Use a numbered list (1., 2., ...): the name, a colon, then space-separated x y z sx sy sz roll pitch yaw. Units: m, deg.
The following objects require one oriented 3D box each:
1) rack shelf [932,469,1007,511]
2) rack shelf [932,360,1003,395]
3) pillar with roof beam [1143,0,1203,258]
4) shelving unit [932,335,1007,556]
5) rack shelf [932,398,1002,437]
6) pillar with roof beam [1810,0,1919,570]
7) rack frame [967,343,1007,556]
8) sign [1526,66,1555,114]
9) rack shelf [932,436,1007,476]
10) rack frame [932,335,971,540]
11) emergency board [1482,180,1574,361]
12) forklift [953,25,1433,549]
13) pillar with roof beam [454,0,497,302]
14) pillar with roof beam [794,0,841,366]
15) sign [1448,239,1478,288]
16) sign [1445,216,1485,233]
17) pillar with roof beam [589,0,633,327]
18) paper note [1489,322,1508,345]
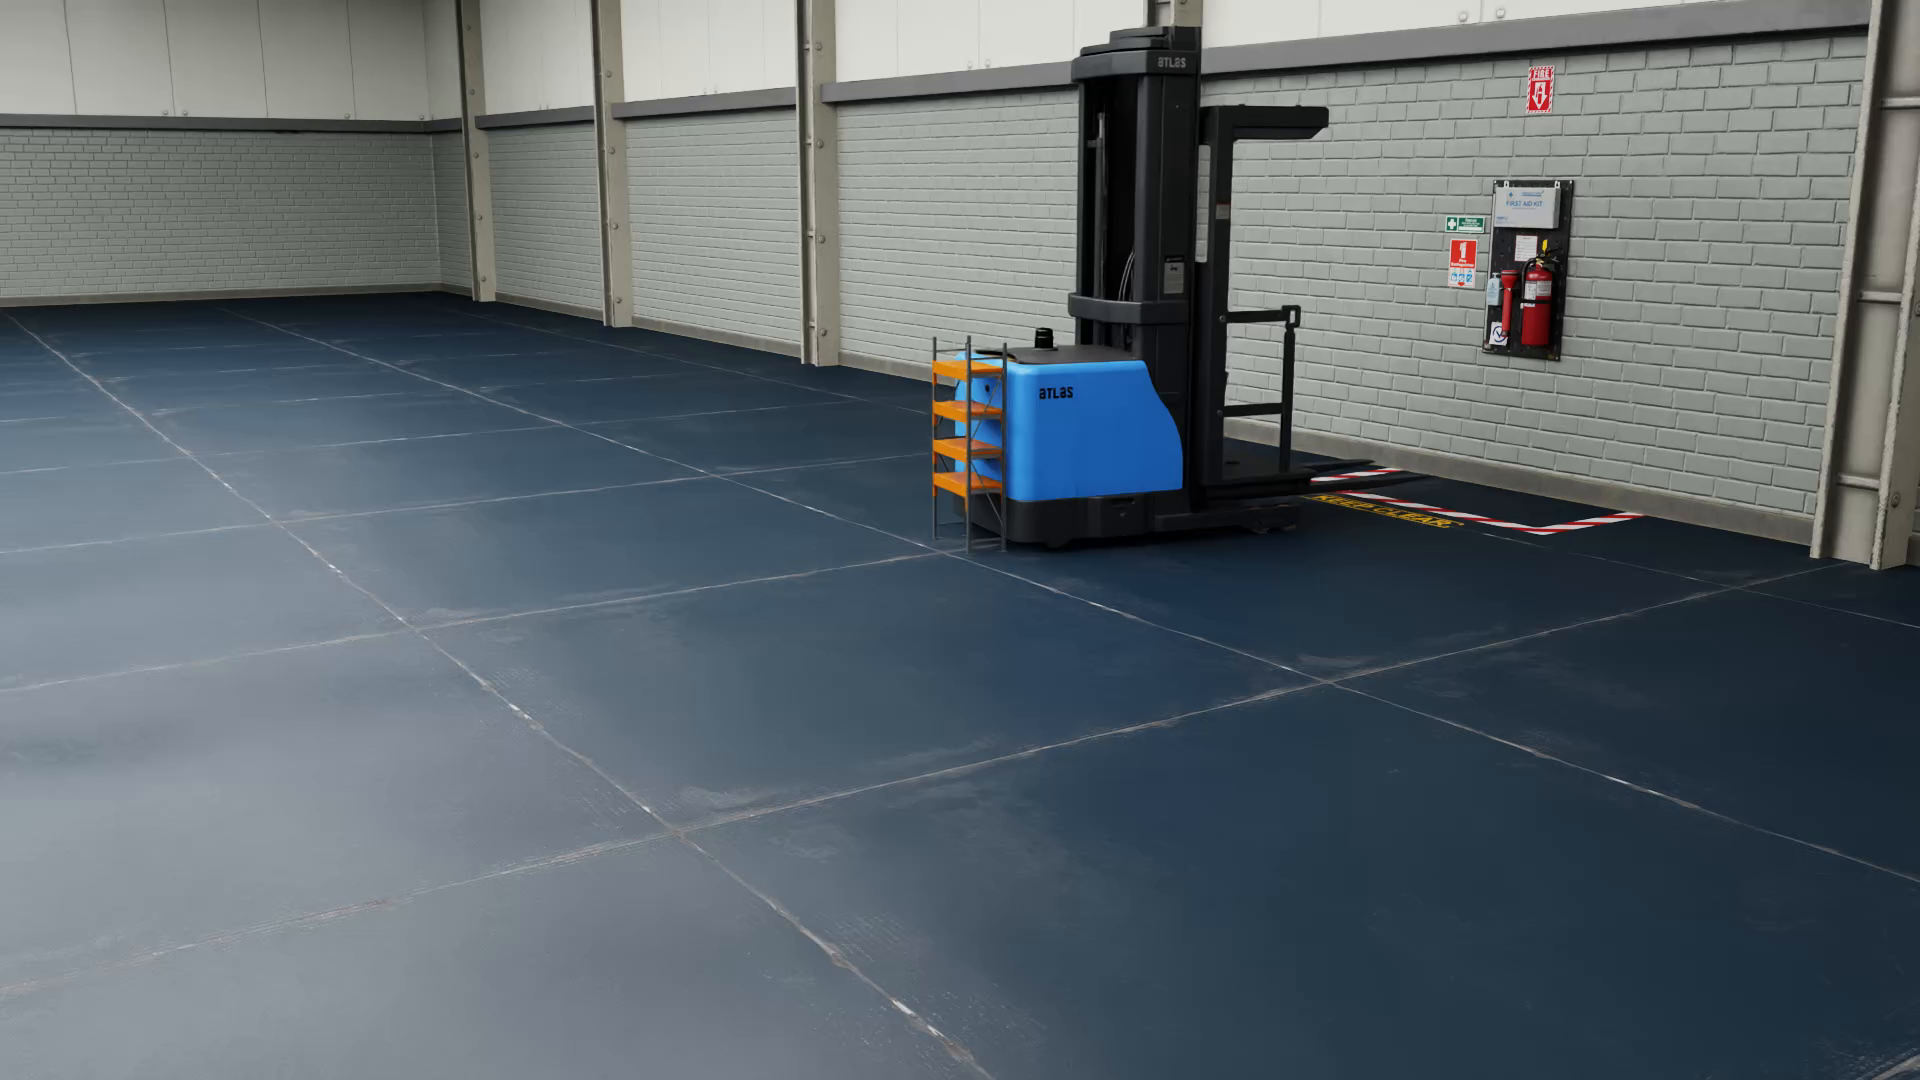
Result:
1. rack shelf: 0.051 -0.293 9.638 0.258 0.148 0.480 -5 13 -23
2. rack shelf: 0.051 -0.937 9.498 0.258 0.148 0.480 -5 13 -23
3. pillar with roof beam: -1.855 -4.842 10.940 9.100 9.000 0.400 -8 15 -33
4. shelving unit: 0.051 -0.553 9.582 0.258 1.200 0.503 -5 13 -23
5. rack shelf: 0.051 -0.706 9.548 0.258 0.148 0.480 -5 13 -23
6. pillar with roof beam: 1.469 -3.775 6.061 9.100 9.000 0.400 -8 15 -33
7. rack frame: 0.150 -0.505 9.364 0.240 1.200 0.015 -5 13 -23
8. sign: 3.794 -2.944 10.875 0.001 0.298 0.199 -8 15 -33
9. rack shelf: 0.051 -0.487 9.596 0.258 0.148 0.480 -5 13 -23
10. rack frame: -0.047 -0.601 9.800 0.240 1.200 0.015 -5 13 -23
11. emergency board: 3.715 -1.798 11.062 0.194 1.169 0.643 -8 15 -33
12. forklift: 1.523 -1.566 10.162 3.031 2.935 1.130 -5 13 -22
13. pillar with roof beam: -11.828 -8.043 25.579 9.100 9.000 0.400 -8 15 -33
14. pillar with roof beam: -5.180 -5.909 15.820 9.100 9.000 0.400 -8 15 -33
15. sign: 3.495 -1.926 11.564 0.001 0.329 0.234 -8 15 -33
16. sign: 3.490 -2.183 11.499 0.001 0.109 0.331 -8 15 -33
17. pillar with roof beam: -8.504 -6.976 20.699 9.100 9.000 0.400 -8 15 -33
18. paper note: 3.675 -1.407 11.337 0.016 0.148 0.142 -8 15 -33
